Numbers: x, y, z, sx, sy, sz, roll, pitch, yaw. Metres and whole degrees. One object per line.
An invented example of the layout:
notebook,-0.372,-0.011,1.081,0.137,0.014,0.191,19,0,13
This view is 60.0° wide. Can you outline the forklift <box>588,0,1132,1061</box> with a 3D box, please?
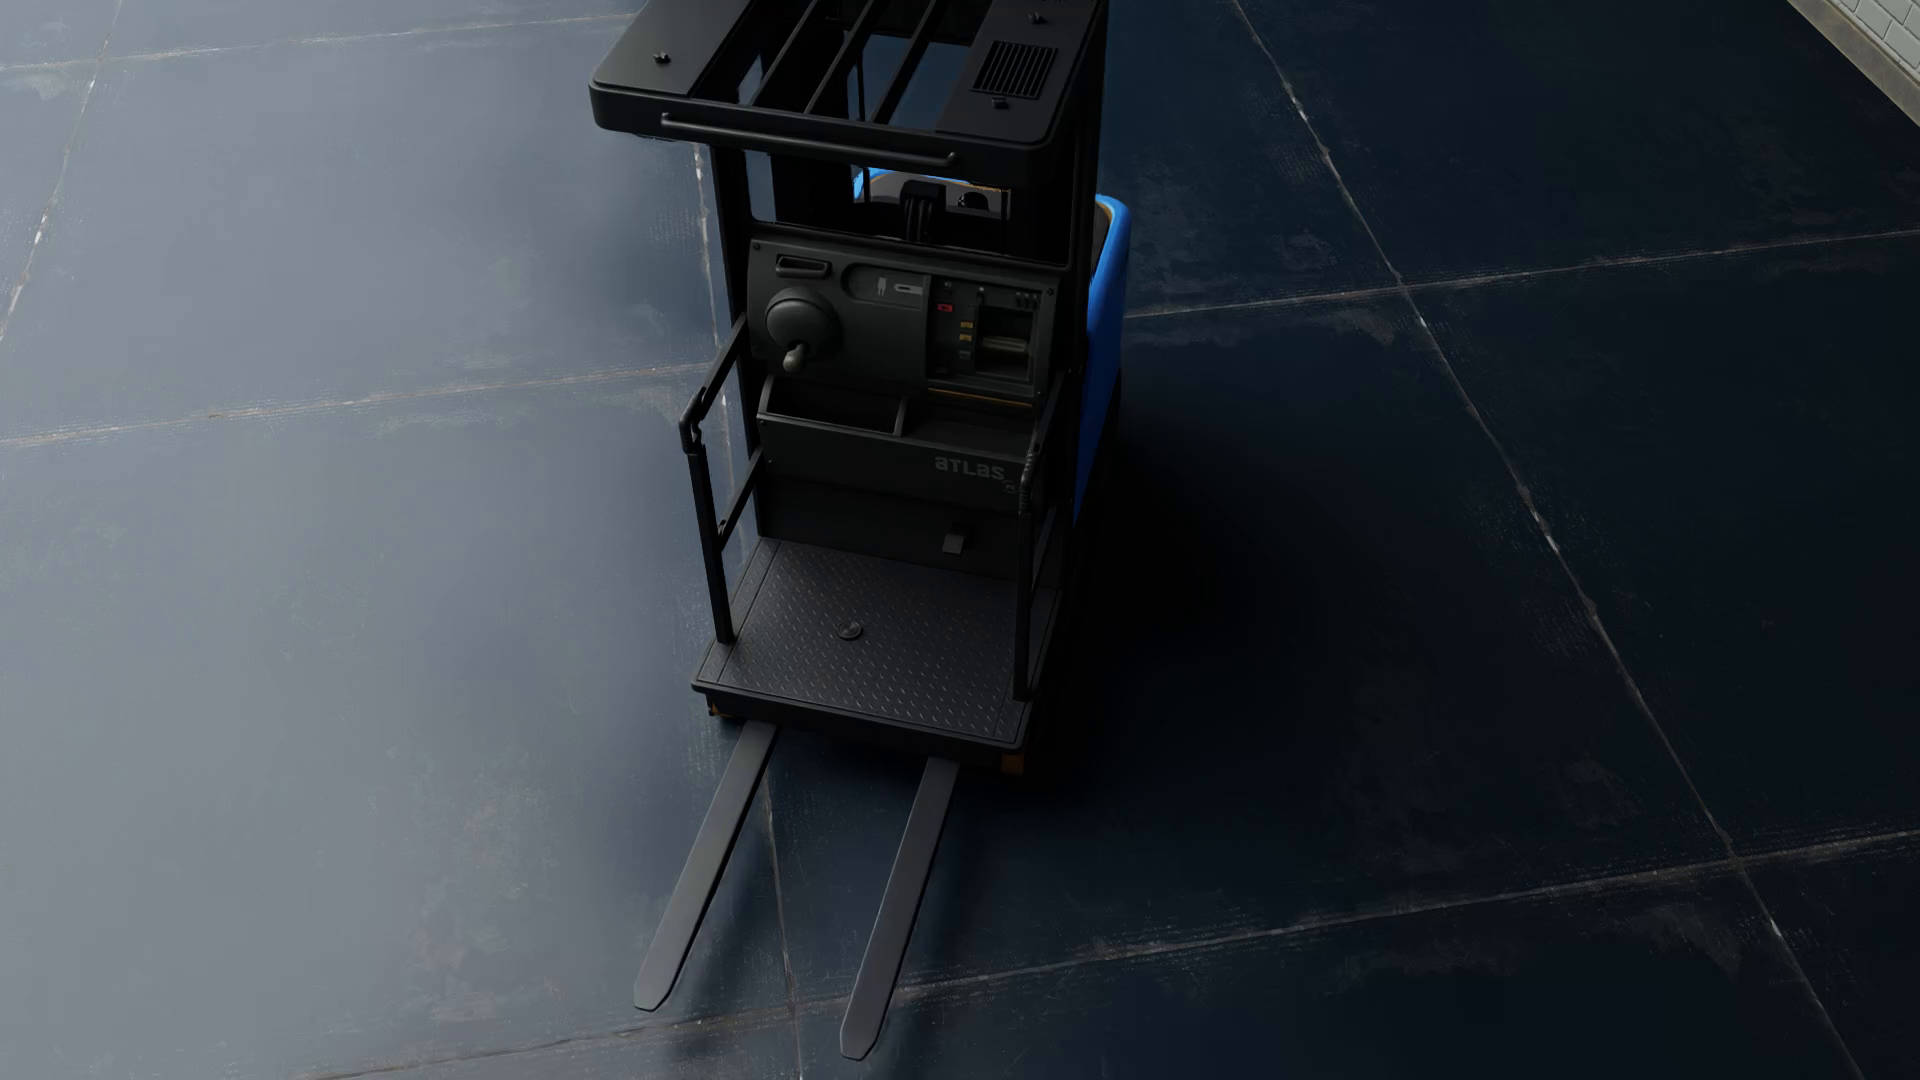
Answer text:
forklift,-0.226,-0.548,4.743,1.130,2.935,3.031,10,47,10
